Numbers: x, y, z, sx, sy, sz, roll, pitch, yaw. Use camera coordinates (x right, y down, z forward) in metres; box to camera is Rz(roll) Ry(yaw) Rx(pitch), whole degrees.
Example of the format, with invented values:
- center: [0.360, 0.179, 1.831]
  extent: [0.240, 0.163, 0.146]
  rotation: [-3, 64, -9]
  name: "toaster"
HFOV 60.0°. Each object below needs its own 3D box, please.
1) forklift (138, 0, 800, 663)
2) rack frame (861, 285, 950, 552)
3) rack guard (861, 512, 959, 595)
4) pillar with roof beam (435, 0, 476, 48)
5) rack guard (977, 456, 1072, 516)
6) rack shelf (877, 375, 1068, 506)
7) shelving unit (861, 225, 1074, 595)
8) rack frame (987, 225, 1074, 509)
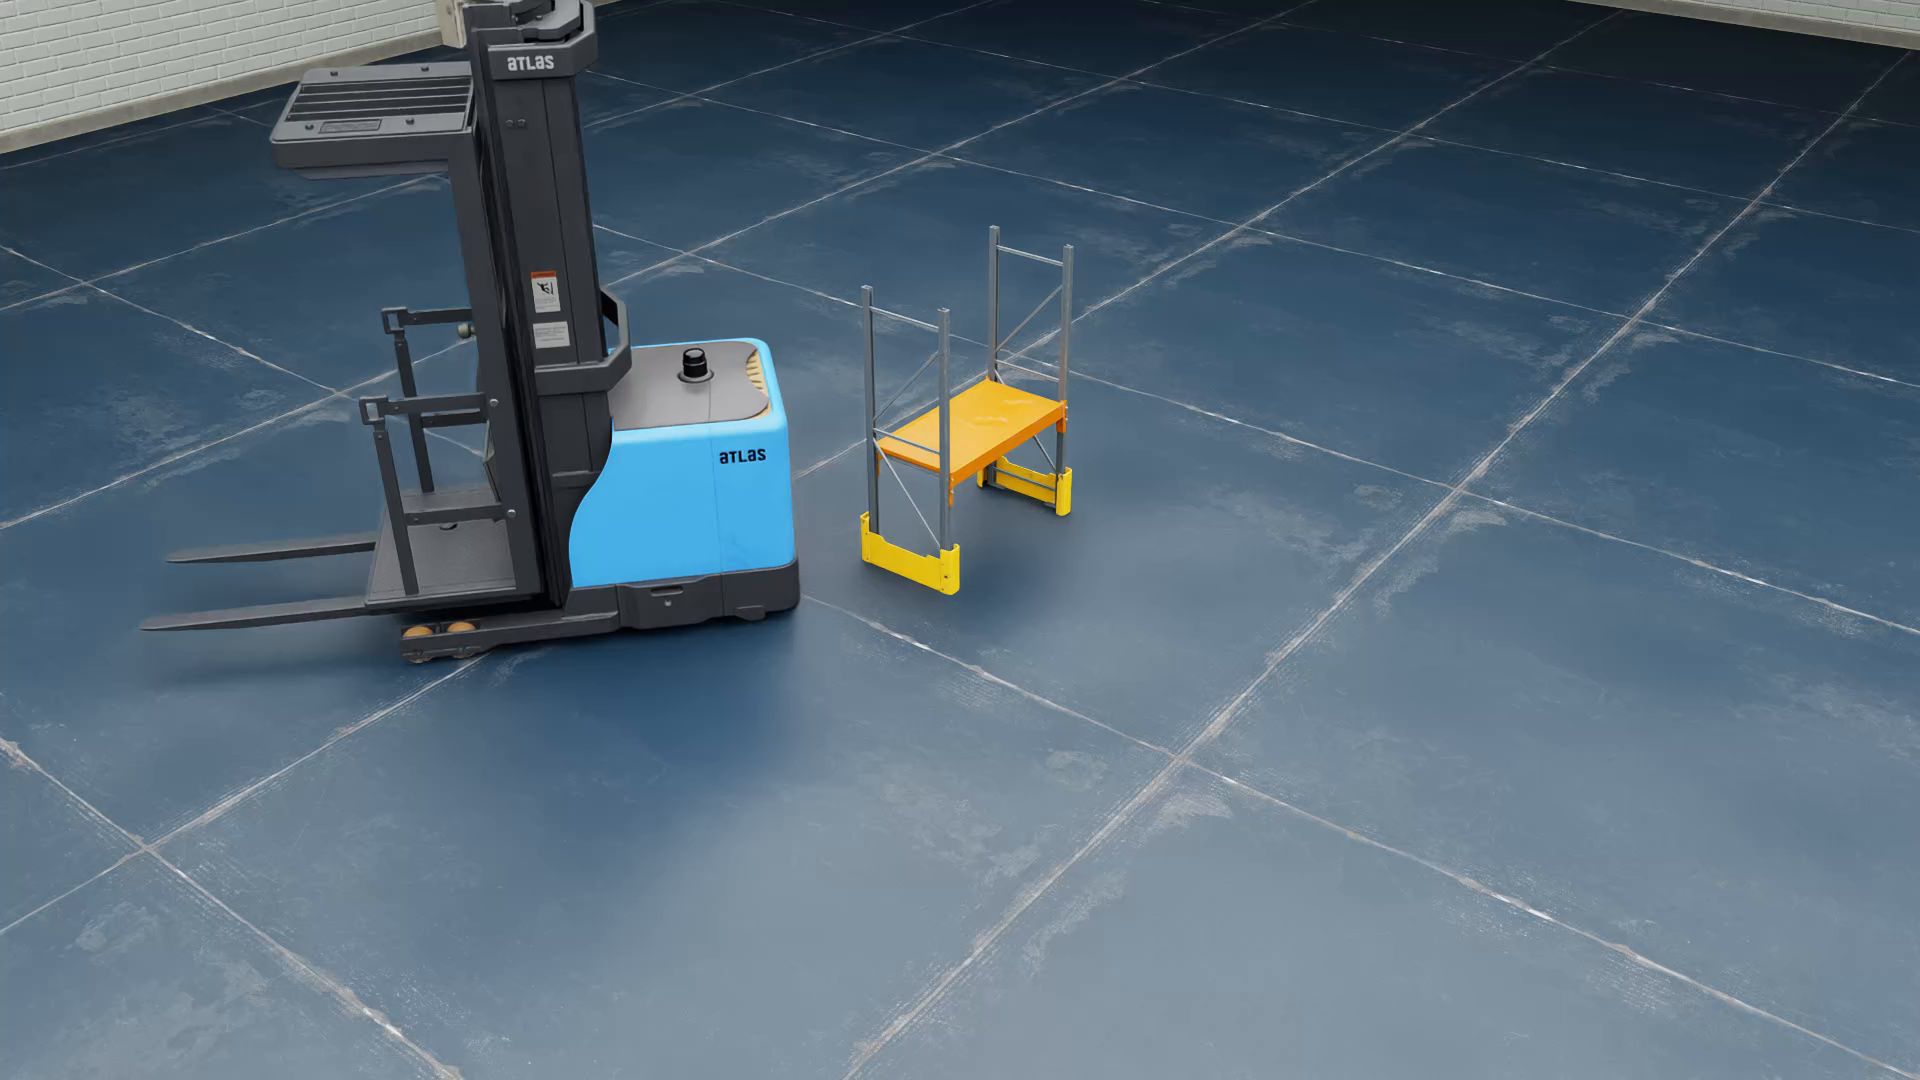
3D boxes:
- center: [-2.351, -0.981, 7.530]
  extent: [3.031, 2.935, 1.130]
  rotation: [-6, 31, -10]
  name: "forklift"
- center: [-0.255, -0.473, 8.077]
  extent: [0.500, 1.500, 0.032]
  rotation: [21, 37, 31]
  name: "rack frame"
- center: [-0.255, 0.064, 8.397]
  extent: [0.587, 0.250, 0.087]
  rotation: [21, 37, 31]
  name: "rack guard"
- center: [-1.823, -7.836, 13.146]
  extent: [9.100, 9.000, 0.400]
  rotation: [21, 37, 31]
  name: "pillar with roof beam"
- center: [0.347, -0.341, 9.080]
  extent: [0.587, 0.250, 0.087]
  rotation: [21, 37, 31]
  name: "rack guard"
- center: [0.052, -0.525, 8.518]
  extent: [0.538, 0.185, 1.000]
  rotation: [21, 37, 31]
  name: "rack shelf"
- center: [0.046, -0.676, 8.420]
  extent: [0.587, 1.500, 1.083]
  rotation: [21, 37, 31]
  name: "shelving unit"
- center: [0.358, -0.887, 8.775]
  extent: [0.500, 1.500, 0.032]
  rotation: [21, 37, 31]
  name: "rack frame"
